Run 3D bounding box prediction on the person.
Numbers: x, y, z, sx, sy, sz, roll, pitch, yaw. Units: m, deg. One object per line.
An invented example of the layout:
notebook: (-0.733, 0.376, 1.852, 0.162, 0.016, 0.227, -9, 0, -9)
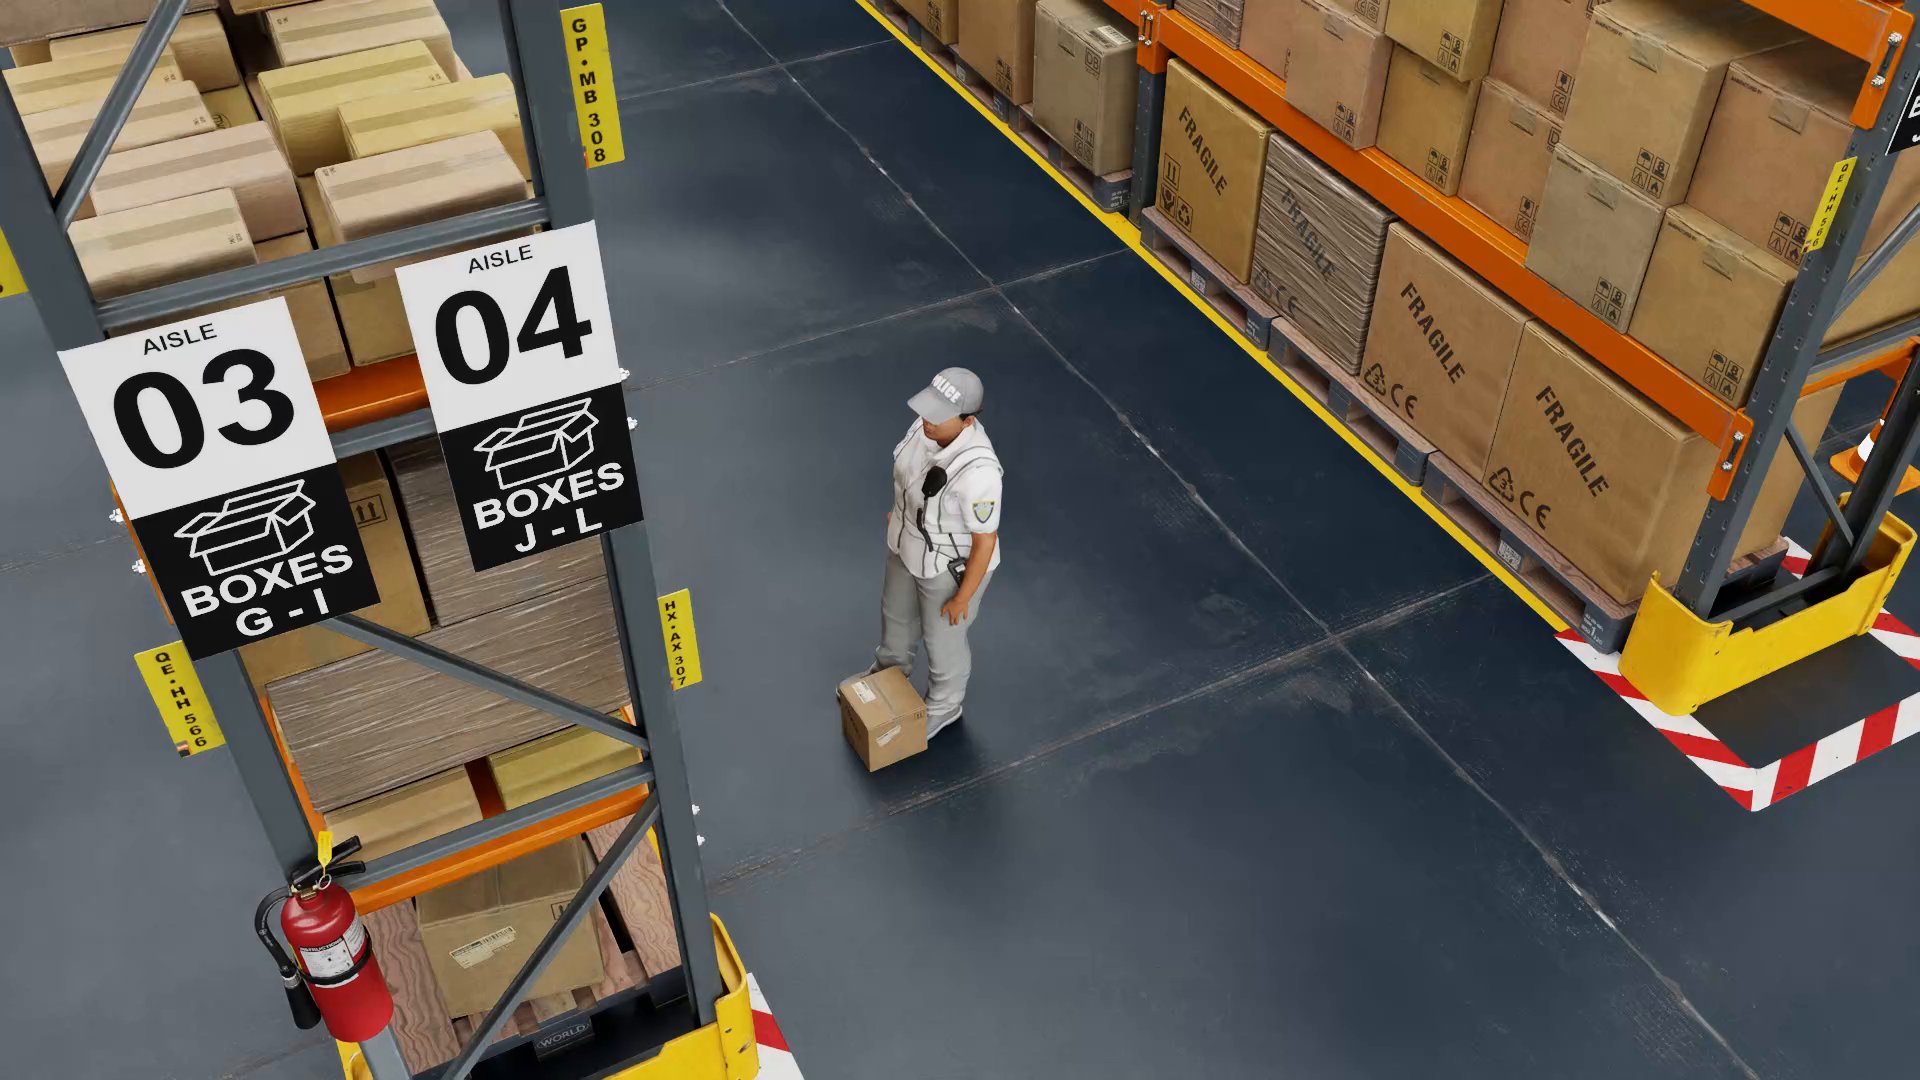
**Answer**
person: (-0.150, 0.072, 6.061, 0.526, 1.670, 0.598, -19, 45, -20)
